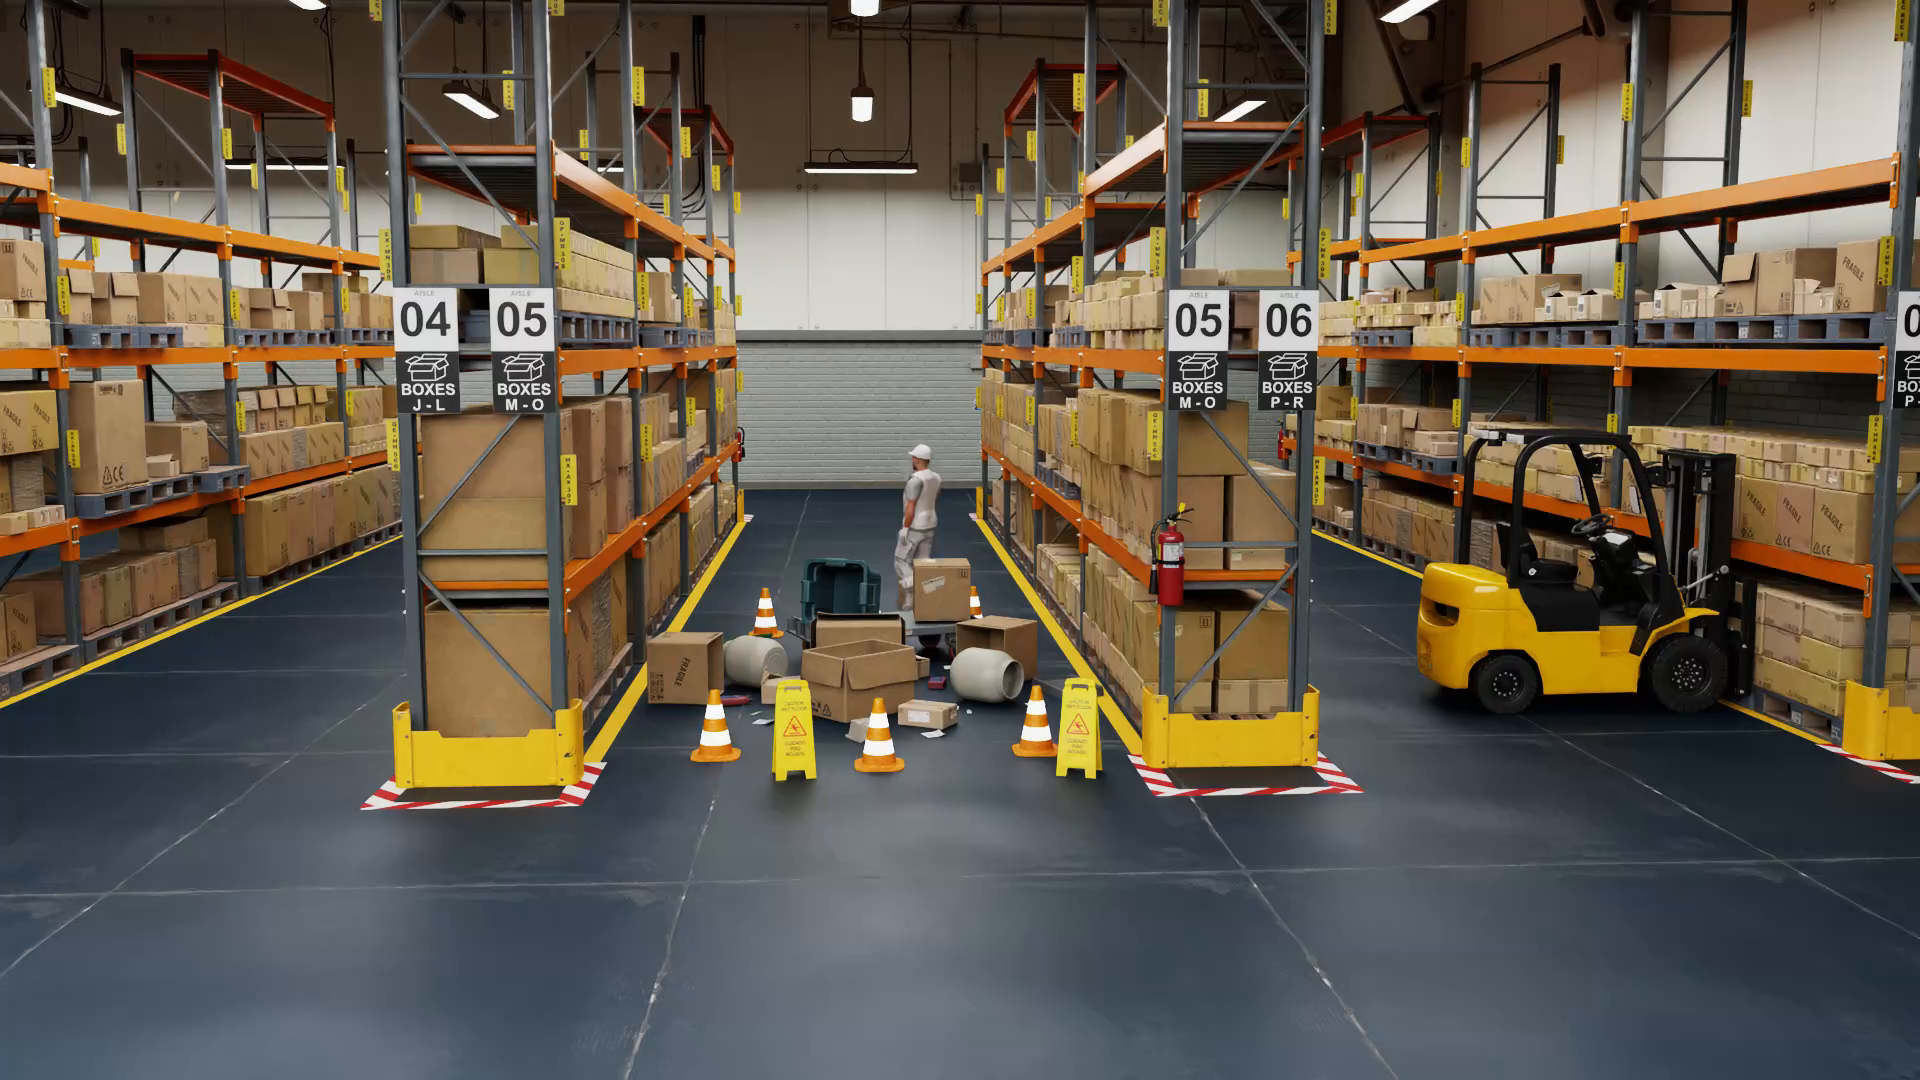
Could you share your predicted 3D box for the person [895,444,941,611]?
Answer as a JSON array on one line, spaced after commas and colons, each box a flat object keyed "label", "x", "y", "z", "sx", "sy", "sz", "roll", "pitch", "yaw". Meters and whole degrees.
[{"label": "person", "x": -0.453, "y": -0.100, "z": 17.512, "sx": 0.399, "sy": 1.816, "sz": 0.567, "roll": 5, "pitch": 8, "yaw": 33}]
